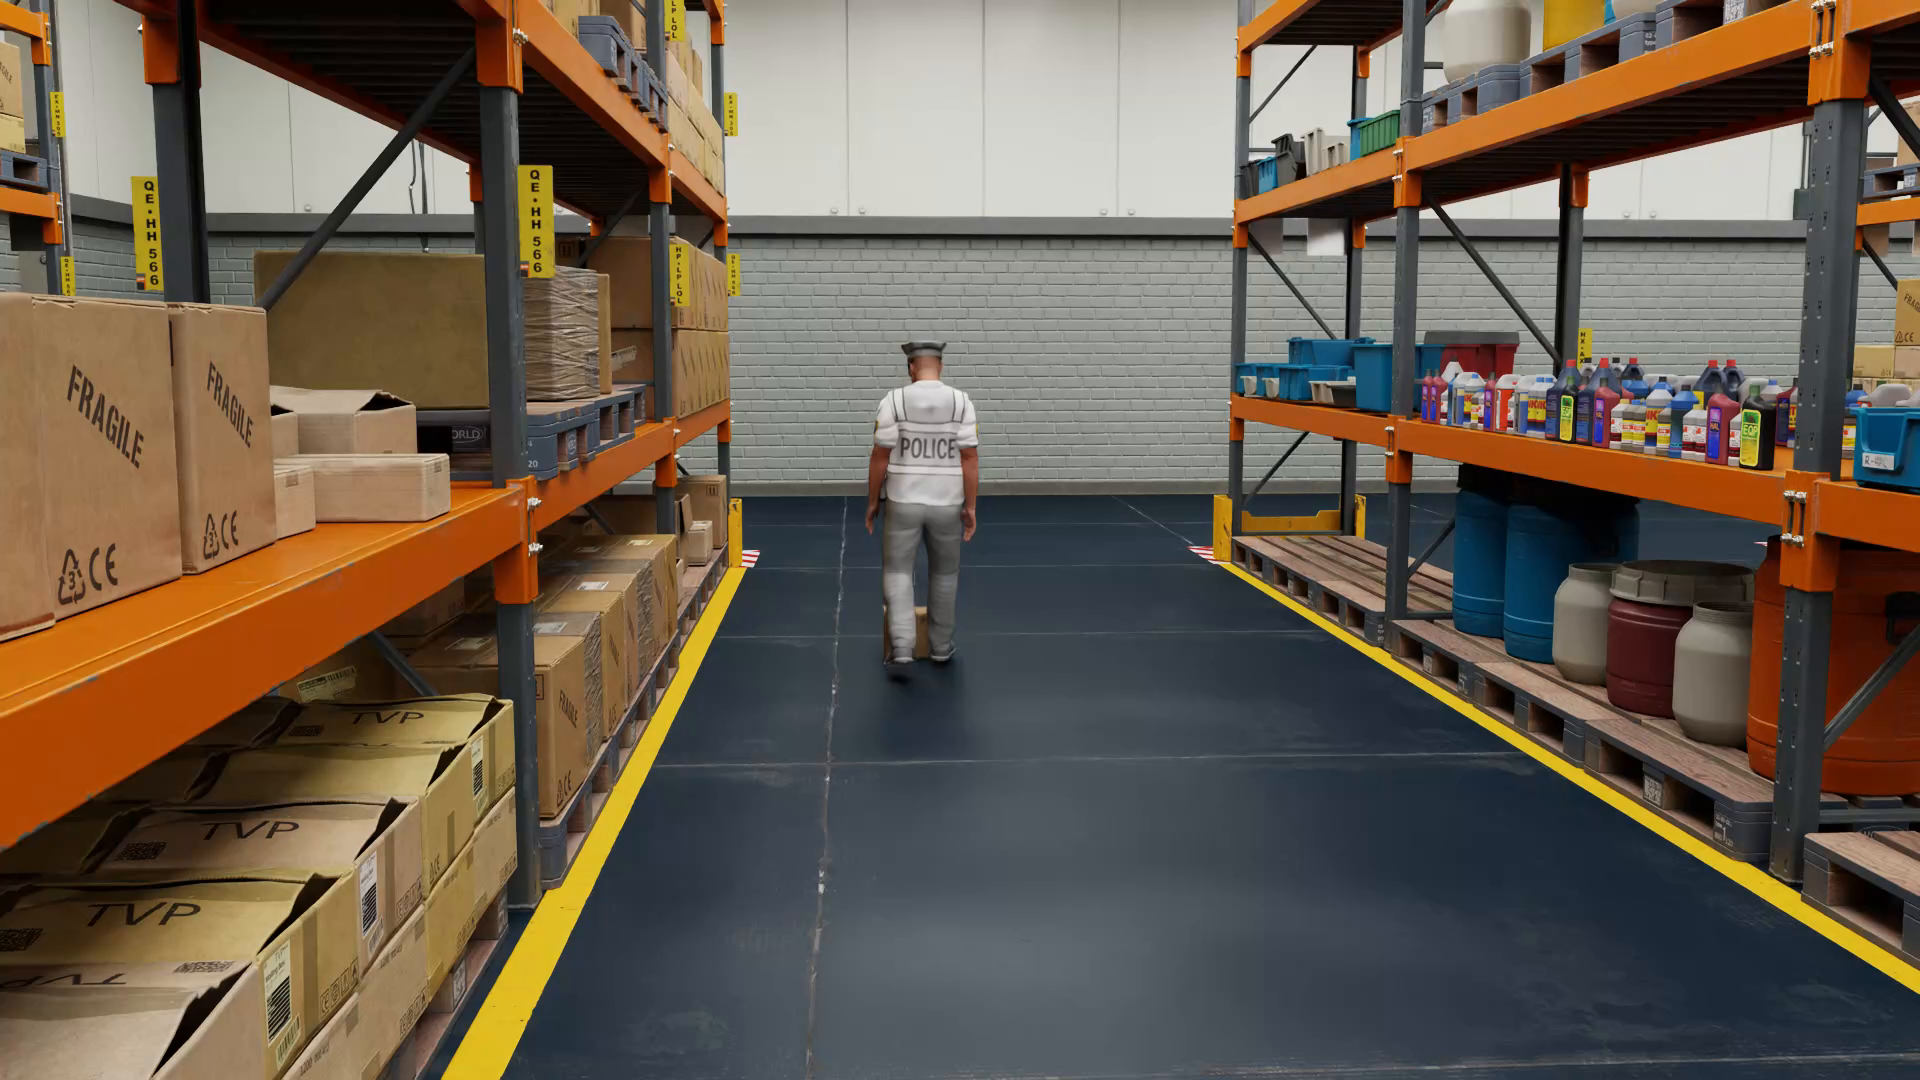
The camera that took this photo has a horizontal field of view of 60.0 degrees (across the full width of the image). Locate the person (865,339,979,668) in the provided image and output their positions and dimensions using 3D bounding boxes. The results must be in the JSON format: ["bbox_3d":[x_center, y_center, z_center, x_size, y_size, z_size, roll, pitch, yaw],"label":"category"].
[{"bbox_3d":[-0.213,-0.191,8.740,0.581,1.717,0.771,-1,7,-9],"label":"person"}]
